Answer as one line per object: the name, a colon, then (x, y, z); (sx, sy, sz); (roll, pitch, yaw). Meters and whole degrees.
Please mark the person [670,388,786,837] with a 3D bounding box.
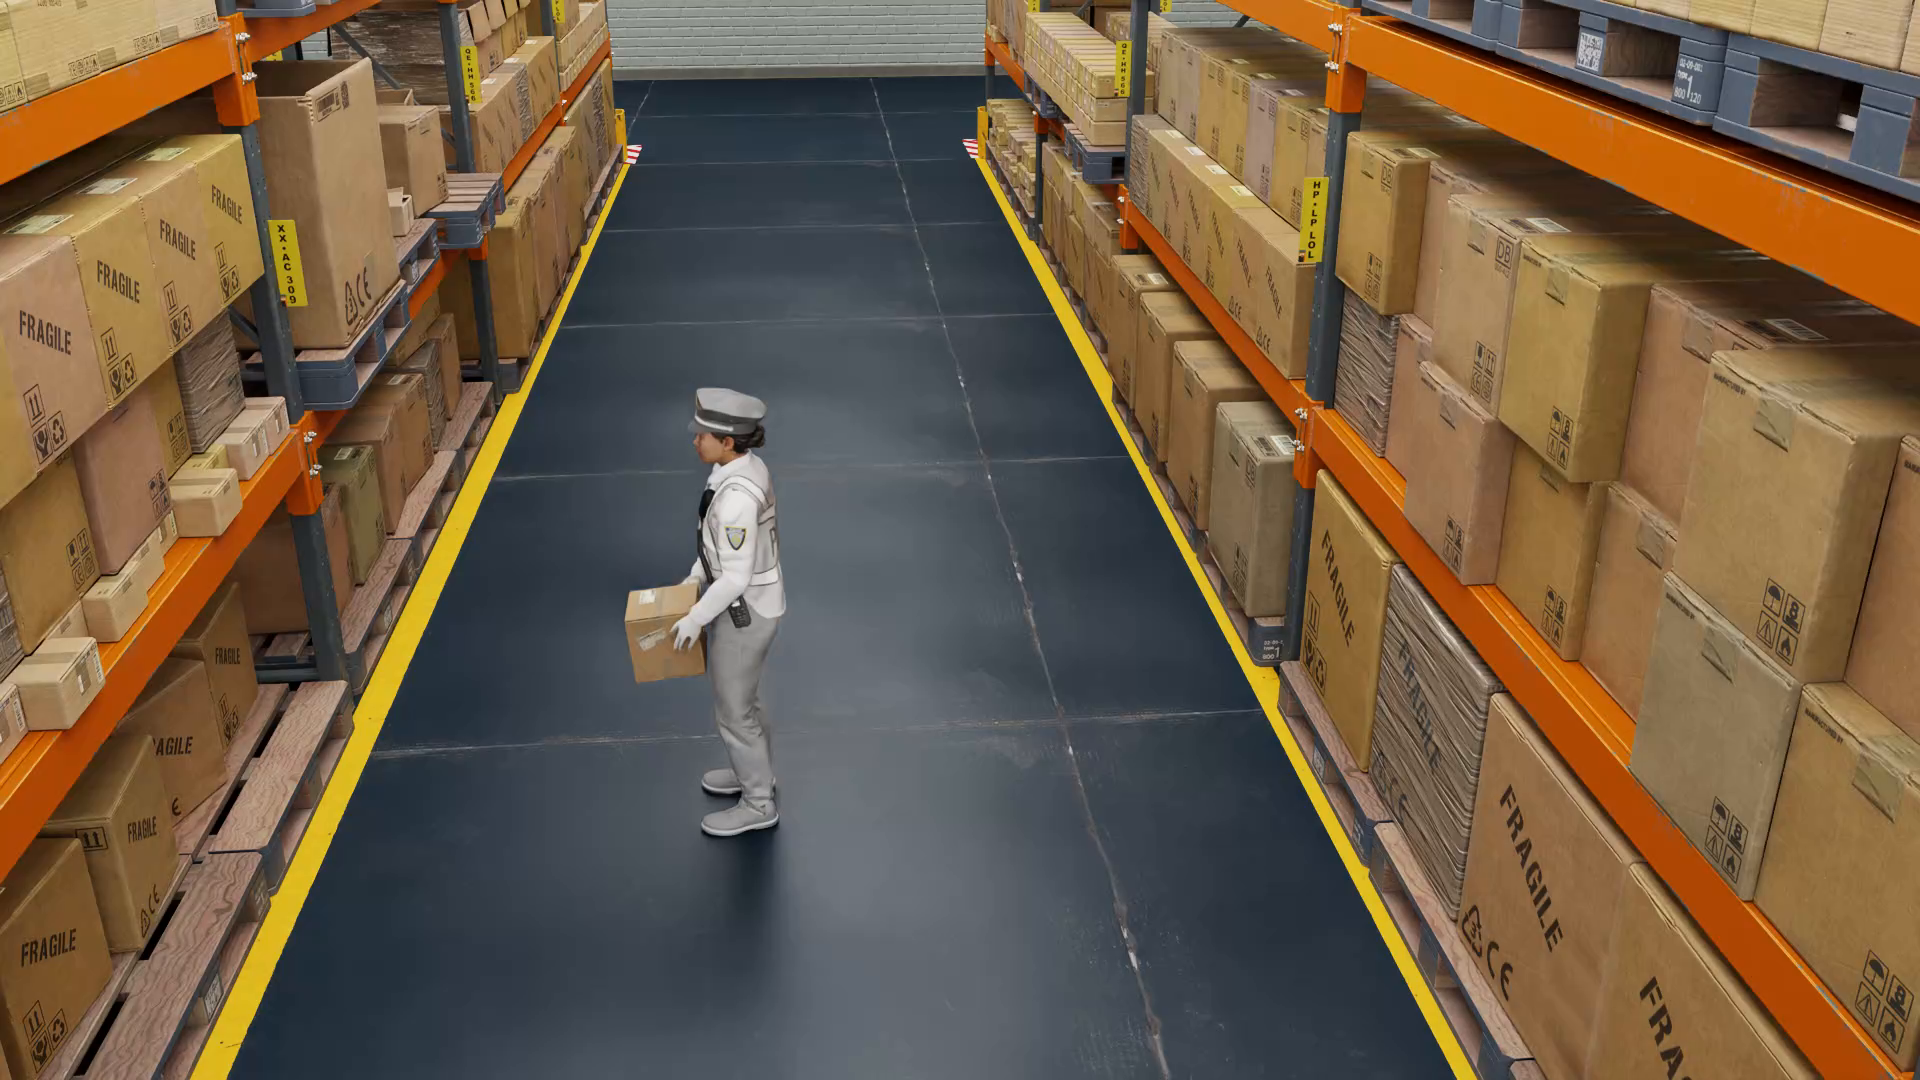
person: (-0.832, 0.258, 5.989); (0.411, 1.684, 0.500); (-3, 24, -6)
